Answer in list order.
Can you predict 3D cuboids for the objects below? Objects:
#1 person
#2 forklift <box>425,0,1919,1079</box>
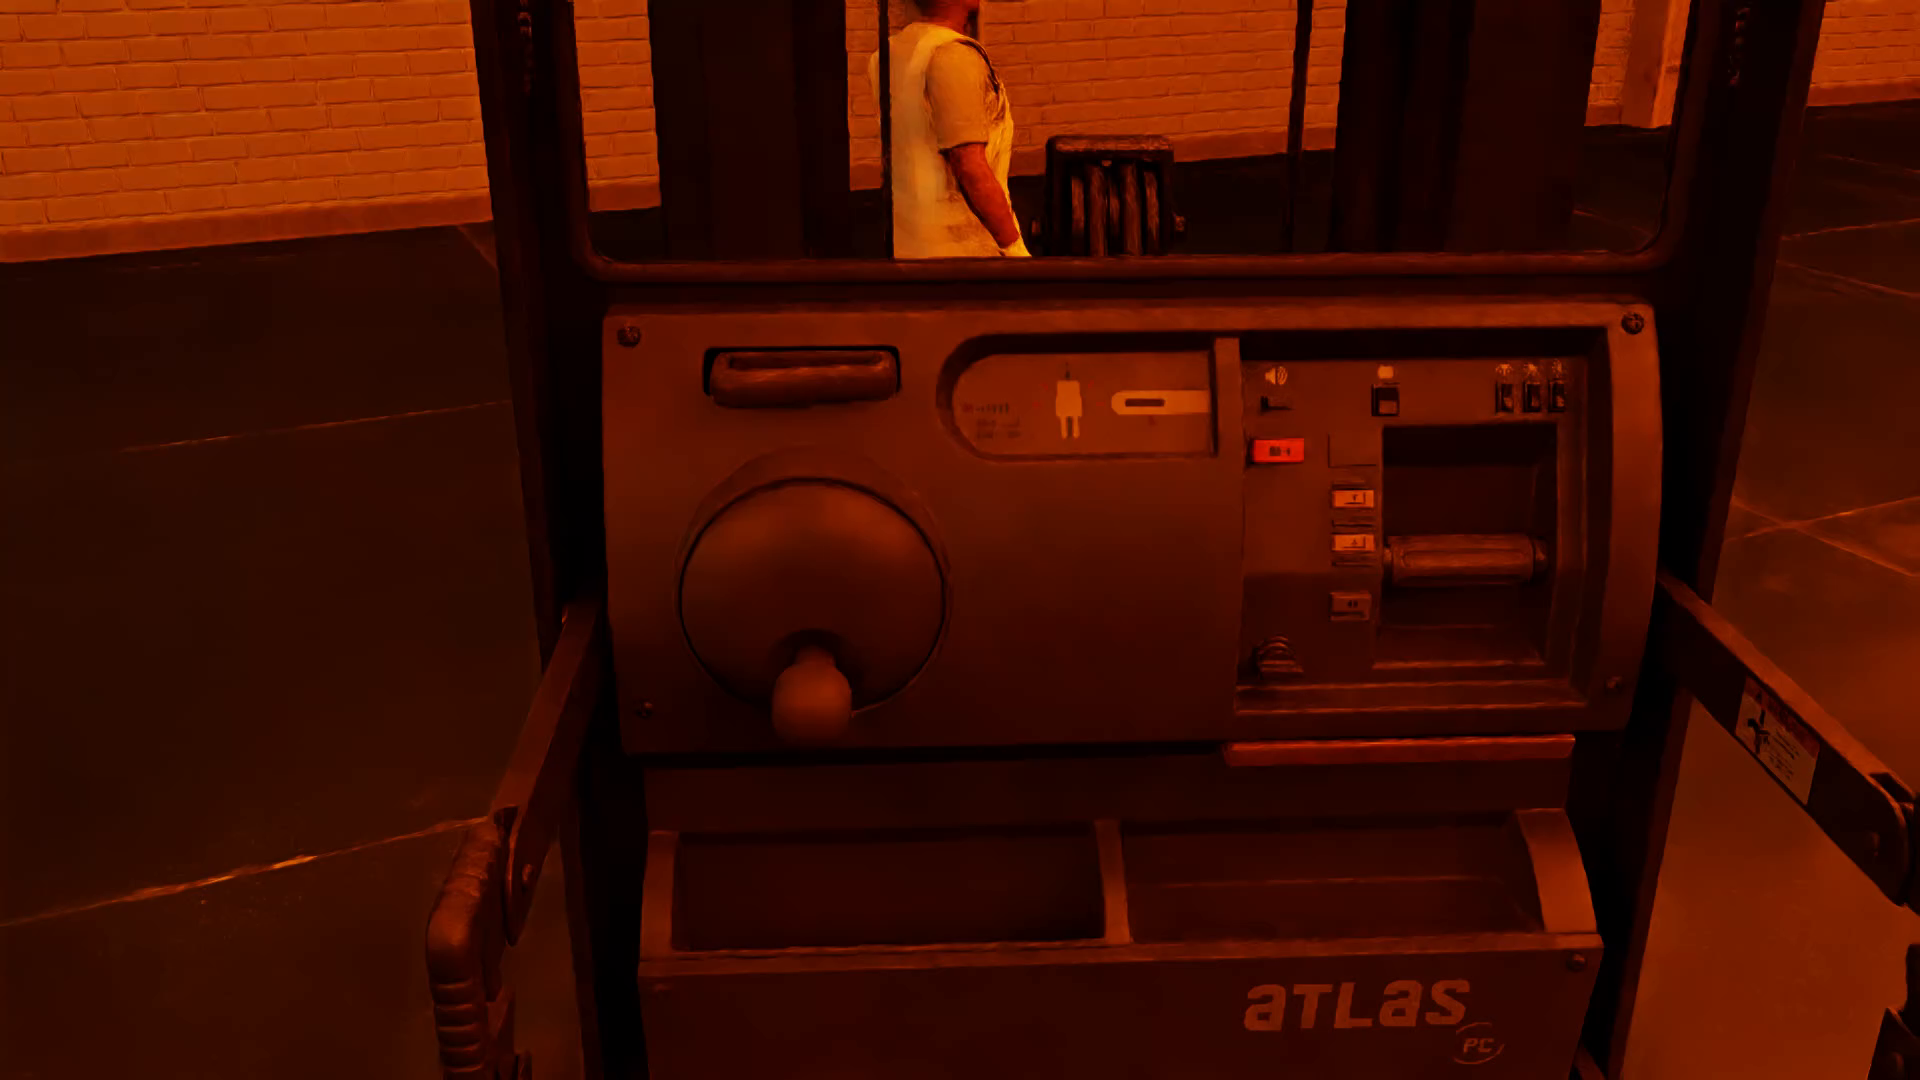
[{"bbox_3d":[0.069,-0.839,4.784,0.576,1.782,0.655,-10,25,-23],"label":"person"},{"bbox_3d":[0.168,0.004,1.276,1.130,2.935,3.031,-1,23,-3],"label":"forklift"}]
